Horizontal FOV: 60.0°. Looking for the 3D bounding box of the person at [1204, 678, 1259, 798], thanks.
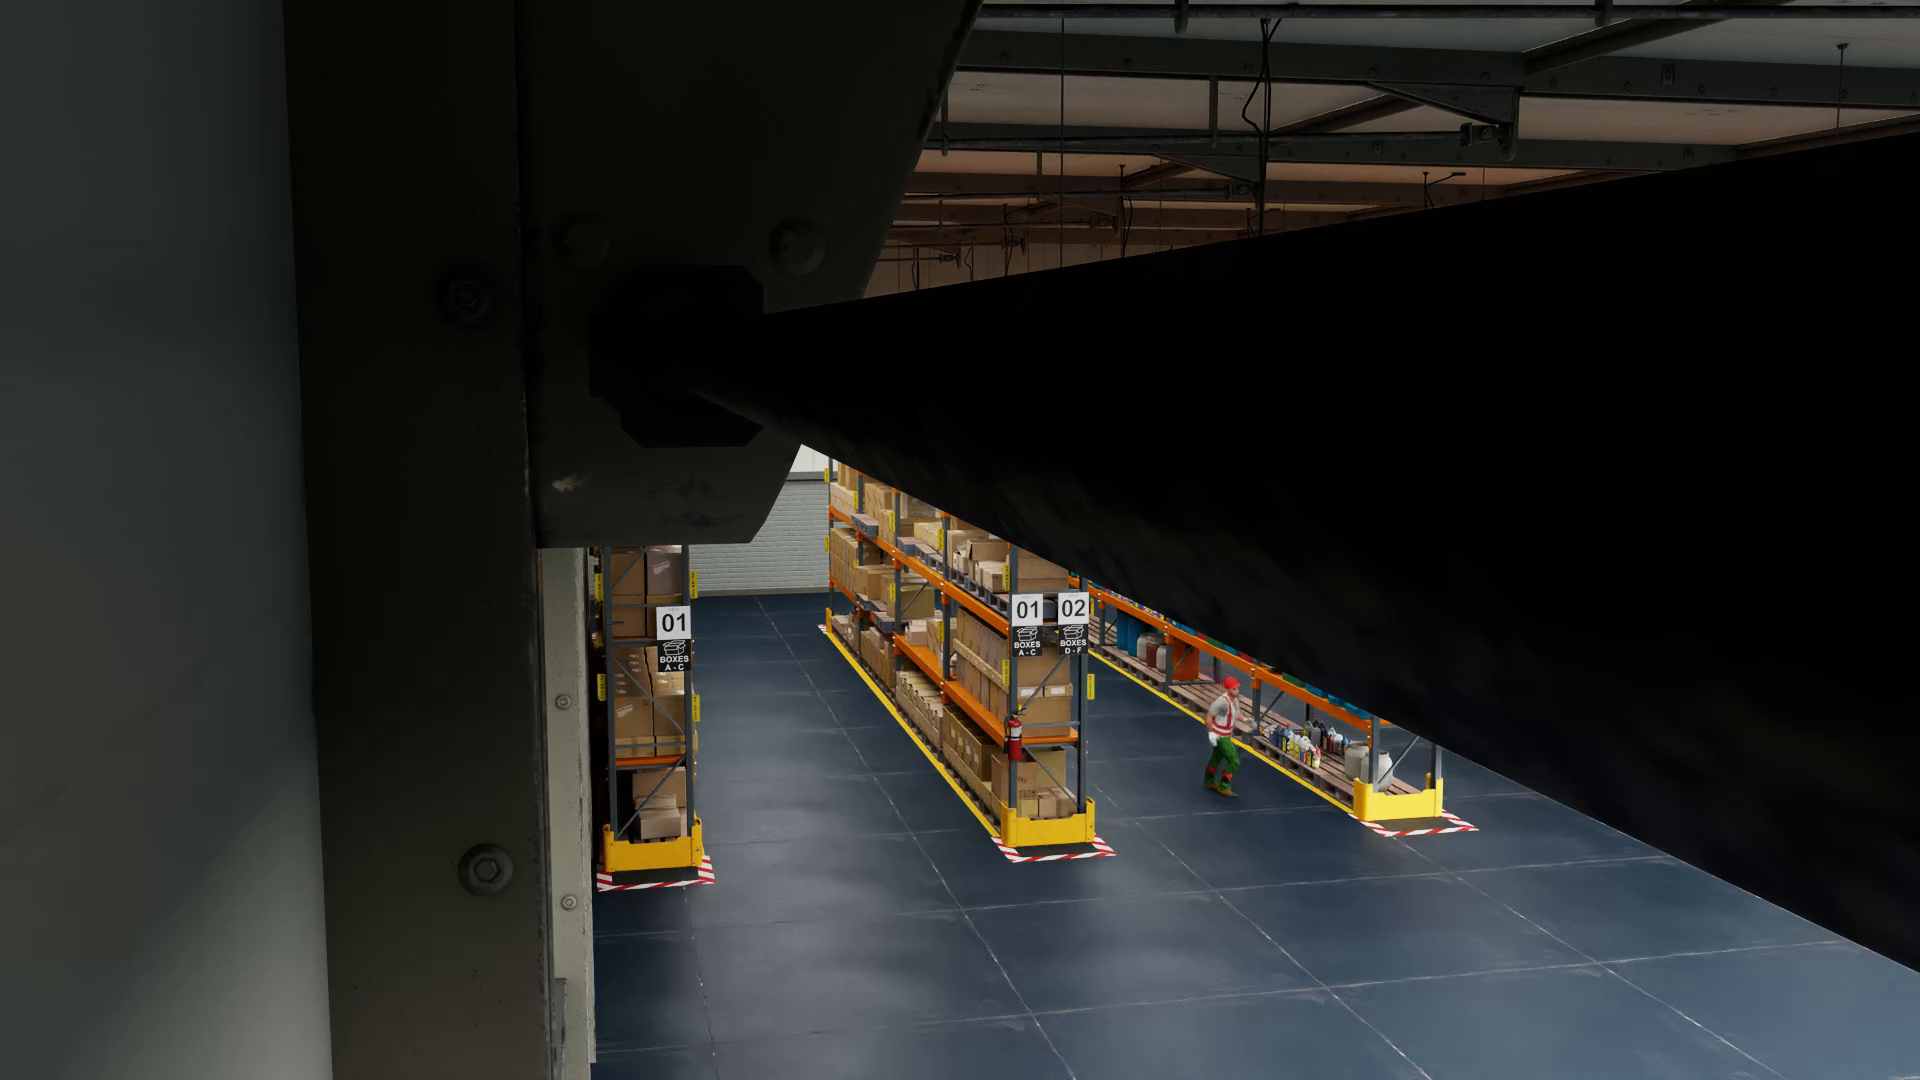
[{"bbox_3d":[3.752,2.752,23.245,0.830,1.731,0.677,4,8,28],"label":"person"}]
